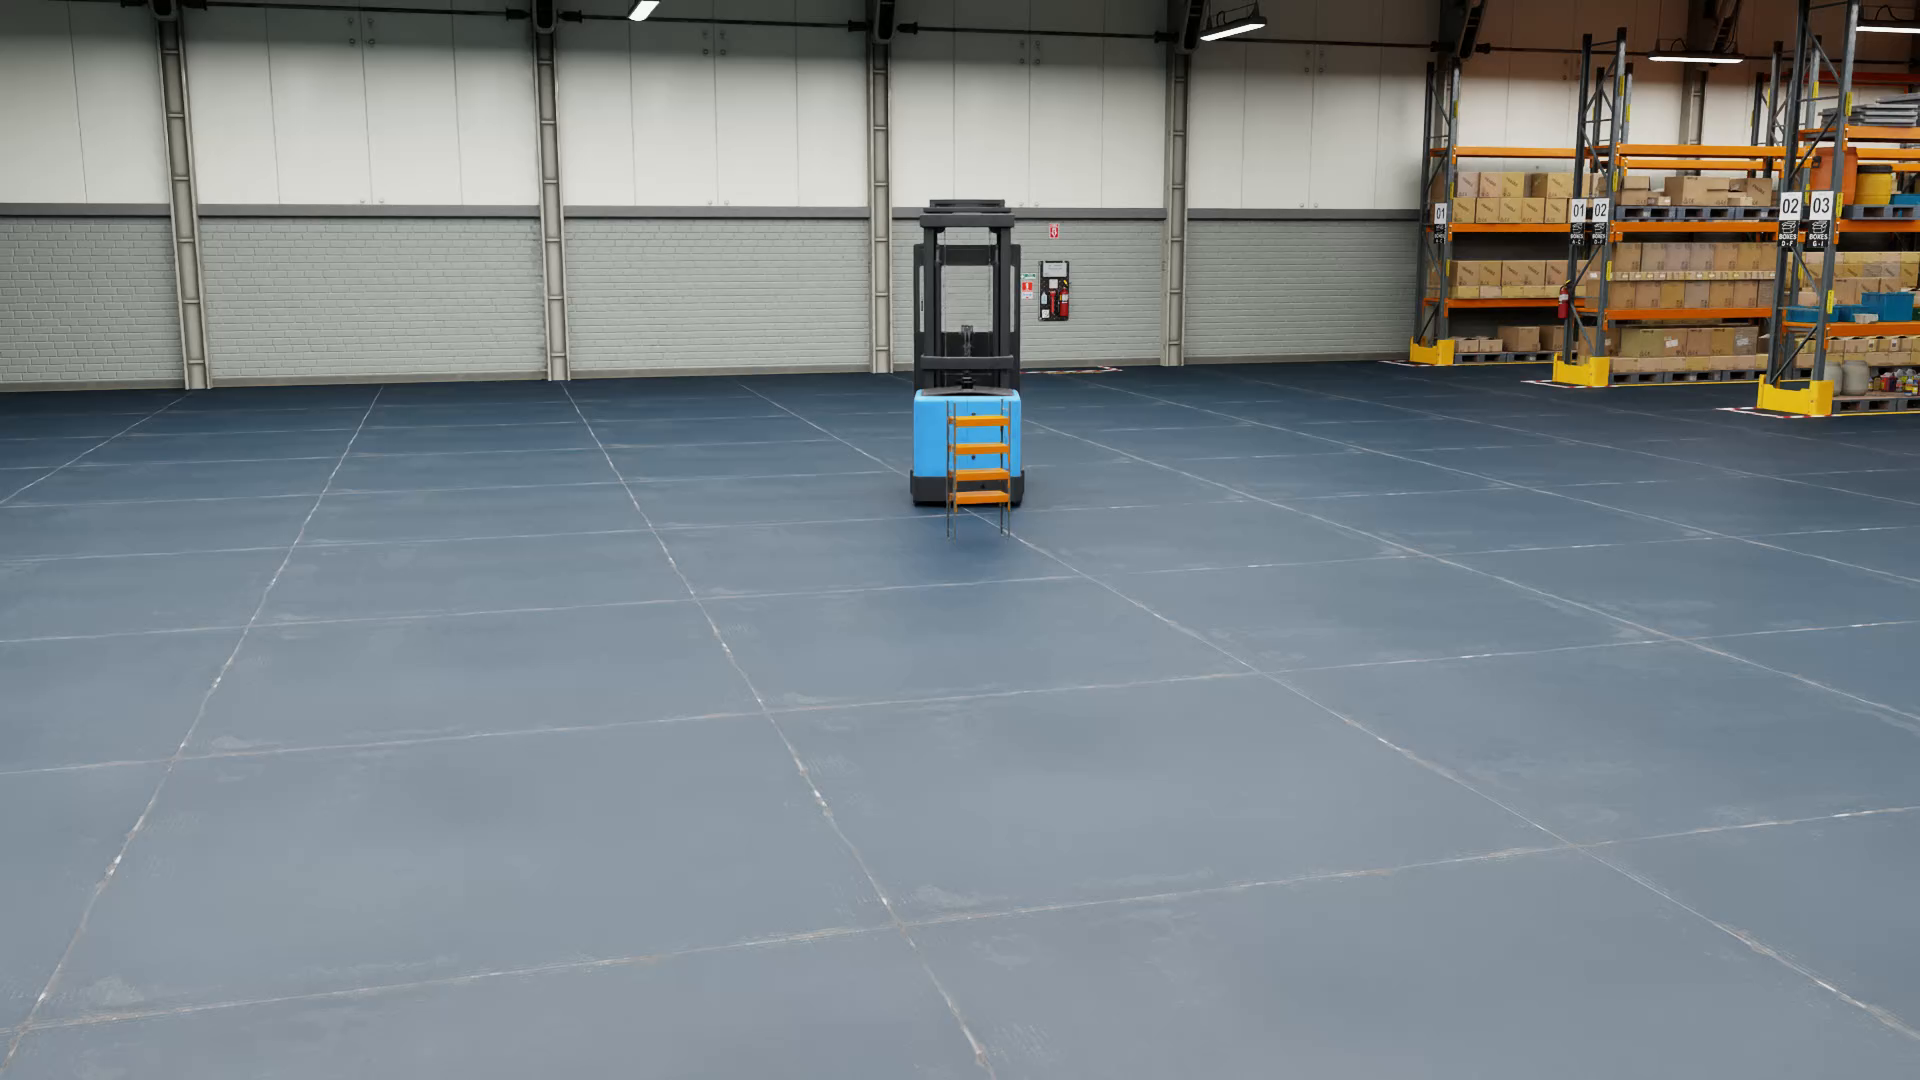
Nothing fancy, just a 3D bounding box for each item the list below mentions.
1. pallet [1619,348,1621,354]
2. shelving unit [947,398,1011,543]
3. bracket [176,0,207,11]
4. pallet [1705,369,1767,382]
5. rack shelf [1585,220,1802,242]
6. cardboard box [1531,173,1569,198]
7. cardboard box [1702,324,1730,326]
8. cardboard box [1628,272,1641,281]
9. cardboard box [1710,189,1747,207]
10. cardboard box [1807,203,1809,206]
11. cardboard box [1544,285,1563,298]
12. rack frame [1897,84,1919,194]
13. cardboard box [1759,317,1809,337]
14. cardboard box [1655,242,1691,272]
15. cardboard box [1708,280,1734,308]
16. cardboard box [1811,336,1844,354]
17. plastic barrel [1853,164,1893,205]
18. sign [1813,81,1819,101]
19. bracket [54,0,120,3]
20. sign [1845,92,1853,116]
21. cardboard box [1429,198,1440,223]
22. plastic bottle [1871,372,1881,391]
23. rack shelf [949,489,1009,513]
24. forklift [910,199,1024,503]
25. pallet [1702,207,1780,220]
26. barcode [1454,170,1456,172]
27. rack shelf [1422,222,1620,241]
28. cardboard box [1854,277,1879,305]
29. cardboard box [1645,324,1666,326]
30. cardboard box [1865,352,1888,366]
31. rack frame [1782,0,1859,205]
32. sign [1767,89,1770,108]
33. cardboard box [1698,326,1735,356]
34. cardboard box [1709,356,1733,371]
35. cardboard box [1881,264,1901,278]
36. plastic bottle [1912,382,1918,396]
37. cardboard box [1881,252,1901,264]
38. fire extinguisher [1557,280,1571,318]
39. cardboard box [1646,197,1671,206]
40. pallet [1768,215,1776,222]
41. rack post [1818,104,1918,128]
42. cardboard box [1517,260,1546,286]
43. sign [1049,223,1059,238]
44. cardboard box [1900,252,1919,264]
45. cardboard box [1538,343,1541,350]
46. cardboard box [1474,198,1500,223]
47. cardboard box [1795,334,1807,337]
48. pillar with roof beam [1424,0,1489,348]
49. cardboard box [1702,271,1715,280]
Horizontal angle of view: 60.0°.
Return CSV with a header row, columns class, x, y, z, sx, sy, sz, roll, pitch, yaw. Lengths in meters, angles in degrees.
class,x,y,z,sx,sy,sz,roll,pitch,yaw
pallet,14.173,-3.976,35.361,1.213,0.211,1.003,-3,11,-16
shelving unit,0.159,-0.598,14.285,0.503,1.200,0.258,-3,11,-16
bracket,-12.530,-8.756,27.116,0.430,0.232,0.235,-3,11,-16
pallet,14.039,-3.042,30.290,1.213,0.211,1.003,-3,11,-16
rack shelf,12.894,-5.467,29.460,4.000,0.370,1.077,-3,11,-16
cardboard box,11.999,-7.203,33.813,0.500,0.500,0.500,-3,11,-18
cardboard box,13.803,-3.674,30.383,0.500,0.500,0.500,-3,11,-16
cardboard box,11.663,-4.609,29.029,0.250,0.149,0.380,-3,11,-17
cardboard box,13.738,-6.146,29.865,0.500,0.311,0.500,-4,11,-19
cardboard box,15.408,-6.084,30.081,0.500,0.250,0.500,-2,11,-10
cardboard box,12.097,-5.115,34.207,0.500,0.250,0.500,-3,11,-16
rack frame,21.107,-8.663,36.549,0.127,3.000,1.000,-3,11,-16
cardboard box,18.009,-4.674,36.228,0.750,0.750,0.750,-3,11,-17
cardboard box,12.463,-5.009,29.410,0.500,0.500,0.700,-3,11,-16
cardboard box,13.402,-4.420,29.794,0.500,0.500,0.700,-3,11,-15
cardboard box,15.763,-3.579,30.388,0.500,0.311,0.500,-3,11,-17
plastic barrel,13.413,-5.237,24.545,0.600,0.588,0.600,0,10,0
sign,14.946,-7.837,29.044,0.005,0.325,0.100,-3,11,-16
bracket,-15.817,-8.583,26.175,4.783,0.066,0.076,-3,11,-16
sign,12.504,-6.135,23.394,0.005,0.325,0.100,-3,11,-16
cardboard box,9.915,-6.704,33.865,0.500,0.500,0.500,-2,11,-12
plastic bottle,14.102,-2.442,25.613,0.133,0.283,0.061,-3,11,-15
rack shelf,0.159,-0.337,14.333,0.480,0.148,0.258,-3,11,-16
forklift,0.071,-2.014,17.193,1.130,2.935,3.031,0,10,0
pallet,14.002,-5.831,29.694,1.213,0.211,1.003,-3,11,-16
barcode,10.127,-7.539,34.036,0.075,0.075,0.001,-3,11,-16
rack shelf,11.506,-6.328,34.137,4.000,0.370,1.077,-3,11,-16
cardboard box,16.543,-4.584,30.686,0.500,0.500,0.500,-3,11,-16
cardboard box,14.610,-4.370,35.487,0.500,0.500,0.700,-3,11,-17
cardboard box,16.747,-3.356,30.728,0.500,0.250,0.500,-3,11,-15
rack frame,12.354,-6.333,23.896,0.127,3.000,1.000,-3,11,-16
sign,14.651,-7.989,30.091,0.005,0.325,0.100,-3,11,-16
cardboard box,13.468,-3.559,29.758,0.500,0.500,0.500,-3,11,-16
cardboard box,13.471,-3.188,29.814,0.500,0.250,0.500,-3,11,-16
cardboard box,20.247,-5.823,36.540,0.500,0.500,0.500,-3,11,-15
plastic bottle,14.282,-2.266,24.885,0.097,0.201,0.097,0,10,0
cardboard box,20.237,-6.194,36.485,0.500,0.250,0.500,-3,11,-15
fire extinguisher,10.730,-4.281,29.530,0.183,0.674,0.296,-3,11,-16
cardboard box,12.152,-5.900,28.975,0.250,0.149,0.380,-3,11,-16
pallet,17.870,-6.934,35.965,1.003,0.211,1.213,-2,11,-13
rack post,13.116,-6.104,24.029,0.954,0.300,0.937,-2,11,-10
cardboard box,11.595,-5.458,34.001,0.500,0.500,0.500,-3,11,-14
sign,1.836,-6.026,32.392,0.199,0.298,0.001,-3,11,-16
cardboard box,20.730,-6.218,36.617,0.500,0.250,0.500,-3,11,-15
cardboard box,11.885,-4.044,34.691,0.250,0.149,0.380,-4,11,-21
cardboard box,10.502,-6.634,33.481,0.500,0.500,0.500,-2,11,-12
cardboard box,15.621,-3.674,30.908,0.500,0.311,0.500,-3,11,-14
pillar with roof beam,11.219,-7.493,30.195,0.548,9.000,9.100,-3,11,-16
cardboard box,13.139,-4.686,29.448,0.250,0.149,0.380,-3,11,-14
